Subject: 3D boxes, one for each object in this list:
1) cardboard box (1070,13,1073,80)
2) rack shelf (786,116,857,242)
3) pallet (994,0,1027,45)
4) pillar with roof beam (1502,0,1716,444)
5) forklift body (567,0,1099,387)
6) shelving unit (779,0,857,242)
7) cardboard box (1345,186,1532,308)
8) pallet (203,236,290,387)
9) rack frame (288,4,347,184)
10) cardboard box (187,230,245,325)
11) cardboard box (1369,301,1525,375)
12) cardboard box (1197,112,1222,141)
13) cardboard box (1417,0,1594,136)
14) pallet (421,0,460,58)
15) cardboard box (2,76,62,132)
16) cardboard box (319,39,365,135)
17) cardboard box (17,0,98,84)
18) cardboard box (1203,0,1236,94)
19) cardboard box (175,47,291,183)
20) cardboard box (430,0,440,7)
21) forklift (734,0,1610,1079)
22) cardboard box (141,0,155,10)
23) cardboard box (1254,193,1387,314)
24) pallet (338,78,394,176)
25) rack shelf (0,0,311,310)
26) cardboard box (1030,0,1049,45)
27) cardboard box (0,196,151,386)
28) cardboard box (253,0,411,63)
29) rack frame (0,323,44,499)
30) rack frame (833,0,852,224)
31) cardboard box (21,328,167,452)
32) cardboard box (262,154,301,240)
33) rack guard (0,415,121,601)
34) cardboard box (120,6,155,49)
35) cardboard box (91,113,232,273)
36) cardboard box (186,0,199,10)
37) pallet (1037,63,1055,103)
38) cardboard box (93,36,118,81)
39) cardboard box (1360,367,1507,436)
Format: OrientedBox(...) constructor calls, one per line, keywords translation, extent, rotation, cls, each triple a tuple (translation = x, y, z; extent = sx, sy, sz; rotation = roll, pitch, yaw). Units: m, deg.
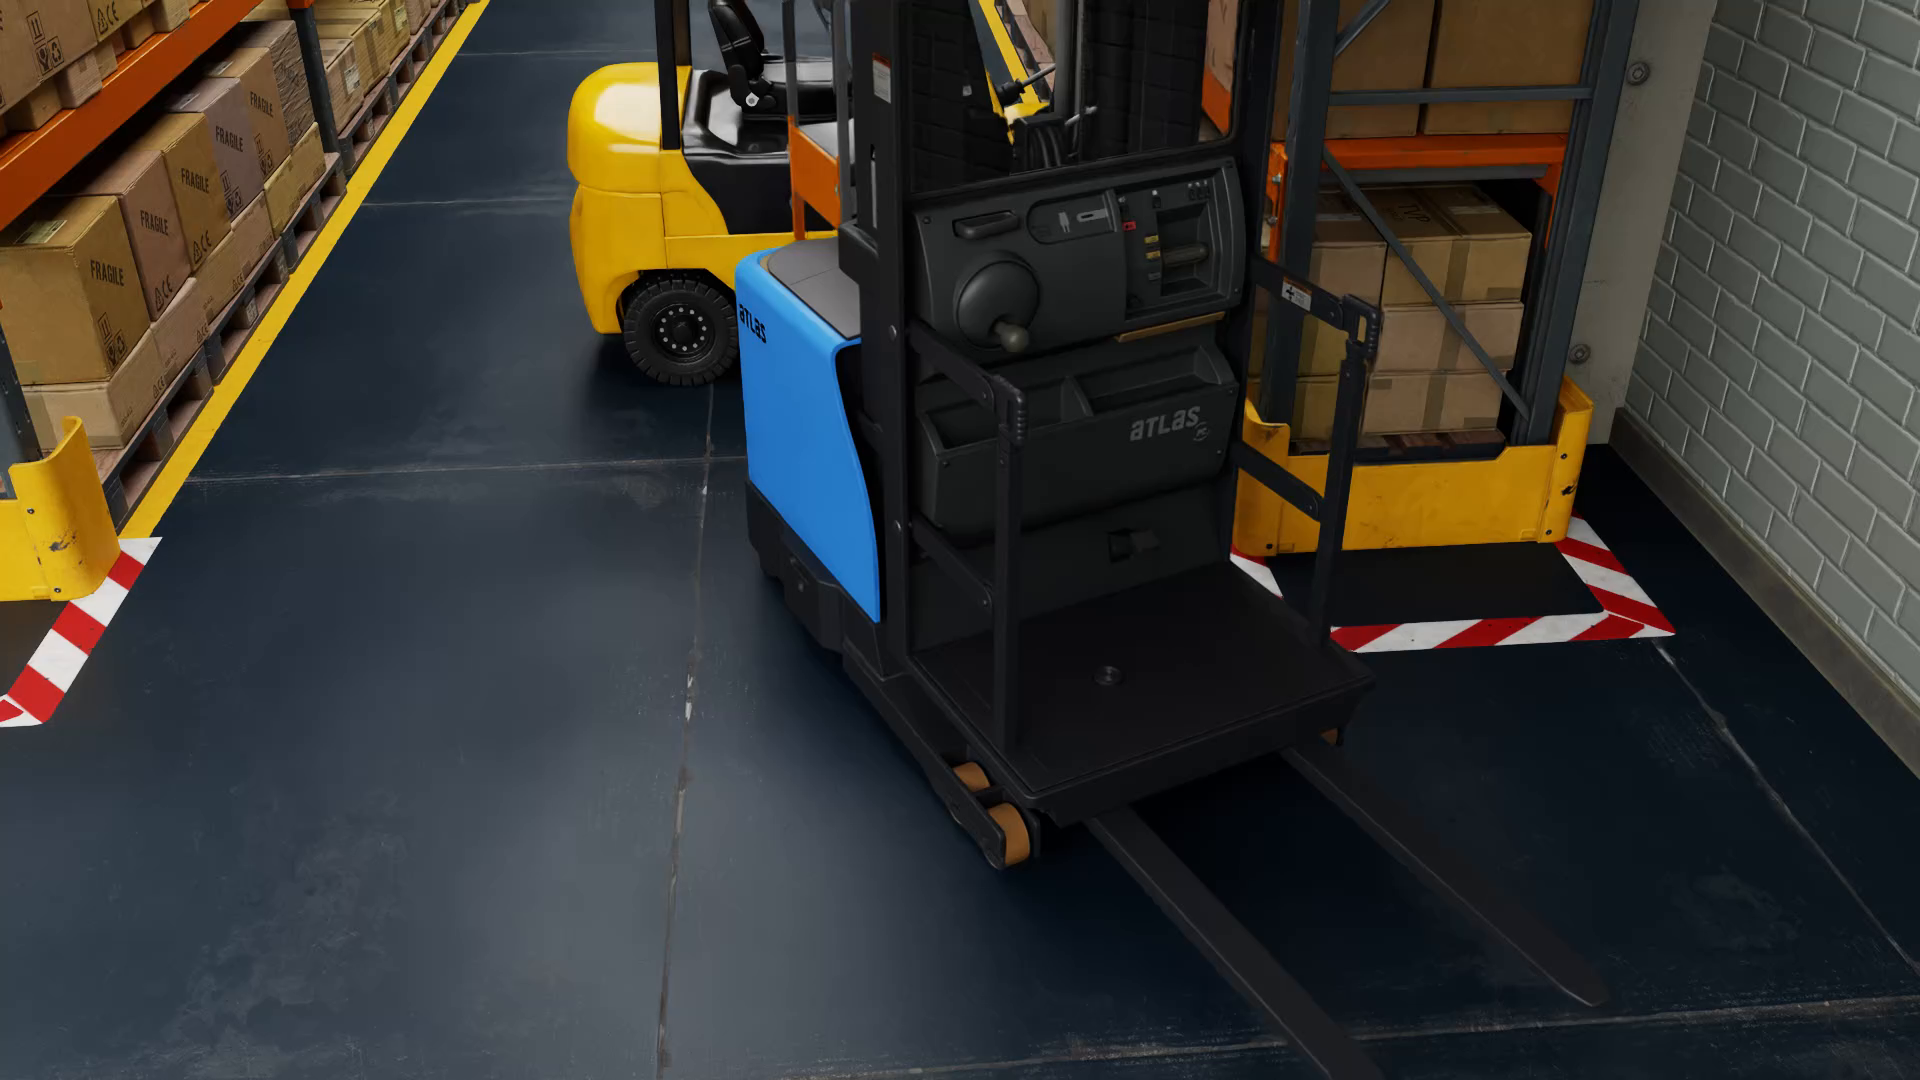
OrientedBox(translation=(1.082, -2.825, 9.460), extent=(0.875, 0.625, 0.625), rotation=(-1, 31, -2), cls="cardboard box")
OrientedBox(translation=(-0.299, -1.144, 5.644), extent=(0.431, 0.518, 0.480), rotation=(-13, 33, -21), cls="rack shelf")
OrientedBox(translation=(0.806, -3.821, 11.941), extent=(1.003, 0.211, 1.213), rotation=(-3, 31, -5), cls="pallet")
OrientedBox(translation=(-1.938, -4.124, 3.879), extent=(9.100, 9.000, 0.400), rotation=(-3, 31, -5), cls="pillar with roof beam")
OrientedBox(translation=(-0.478, -1.872, 6.787), extent=(2.313, 2.155, 1.214), rotation=(-3, 31, -5), cls="forklift body")
OrientedBox(translation=(-0.299, -1.156, 5.637), extent=(0.431, 2.100, 0.503), rotation=(-13, 33, -21), cls="shelving unit")
OrientedBox(translation=(1.659, -1.039, 5.862), extent=(0.500, 0.250, 0.500), rotation=(-3, 31, -5), cls="cardboard box")
OrientedBox(translation=(-3.585, -0.996, 7.211), extent=(1.003, 0.211, 1.213), rotation=(-3, 31, -5), cls="pallet")
OrientedBox(translation=(-3.800, -3.158, 8.113), extent=(1.000, 3.000, 0.127), rotation=(-3, 31, -5), cls="rack frame")
OrientedBox(translation=(-3.330, -1.080, 6.905), extent=(0.500, 0.250, 0.500), rotation=(-1, 31, -1), cls="cardboard box")
OrientedBox(translation=(1.679, -0.820, 5.983), extent=(0.500, 0.250, 0.500), rotation=(-2, 31, -4), cls="cardboard box")
OrientedBox(translation=(1.052, -1.523, 6.671), extent=(0.500, 0.250, 0.500), rotation=(-2, 31, -4), cls="cardboard box")
OrientedBox(translation=(1.746, -1.665, 5.515), extent=(0.500, 0.500, 0.500), rotation=(-2, 31, -3), cls="cardboard box")
OrientedBox(translation=(-4.102, -3.604, 11.579), extent=(1.003, 0.211, 1.213), rotation=(-3, 31, -5), cls="pallet")
OrientedBox(translation=(-3.233, -1.459, 5.513), extent=(0.380, 0.149, 0.250), rotation=(-4, 31, -6), cls="cardboard box")
OrientedBox(translation=(-3.851, -2.478, 9.127), extent=(0.950, 0.372, 0.625), rotation=(-2, 31, -4), cls="cardboard box")
OrientedBox(translation=(-3.246, -1.806, 5.461), extent=(0.500, 0.500, 0.500), rotation=(-2, 31, -3), cls="cardboard box")
OrientedBox(translation=(1.169, -1.903, 5.913), extent=(0.500, 0.500, 0.500), rotation=(-2, 31, -3), cls="cardboard box")
OrientedBox(translation=(-3.428, -1.931, 7.599), extent=(0.500, 0.500, 0.500), rotation=(-2, 31, -4), cls="cardboard box")
OrientedBox(translation=(-4.131, -3.964, 11.614), extent=(0.950, 0.372, 0.625), rotation=(-5, 31, -8), cls="cardboard box")
OrientedBox(translation=(0.422, -0.671, 4.015), extent=(1.130, 2.935, 3.031), rotation=(-15, 34, -24), cls="forklift")
OrientedBox(translation=(-3.350, -2.326, 6.331), extent=(0.500, 0.500, 0.500), rotation=(-3, 31, -6), cls="cardboard box")
OrientedBox(translation=(1.162, -1.005, 5.805), extent=(0.500, 0.250, 0.500), rotation=(-2, 31, -3), cls="cardboard box")
OrientedBox(translation=(-3.874, -2.359, 9.493), extent=(1.003, 0.211, 1.213), rotation=(-3, 31, -5), cls="pallet")
OrientedBox(translation=(-3.613, -1.828, 6.588), extent=(1.077, 0.370, 4.000), rotation=(-3, 31, -5), cls="rack shelf")
OrientedBox(translation=(0.945, -3.605, 10.767), extent=(0.875, 0.625, 0.625), rotation=(-4, 31, -7), cls="cardboard box")
OrientedBox(translation=(-3.229, -0.875, 5.831), extent=(0.500, 0.500, 0.500), rotation=(-4, 31, -6), cls="cardboard box")
OrientedBox(translation=(-3.988, -3.200, 10.335), extent=(0.950, 0.372, 0.625), rotation=(-2, 31, -3), cls="cardboard box")
OrientedBox(translation=(-3.426, -1.116, 4.694), extent=(1.000, 3.000, 0.127), rotation=(-3, 31, -5), cls="rack frame")
OrientedBox(translation=(-0.199, -1.042, 5.446), extent=(0.400, 2.100, 0.015), rotation=(-13, 33, -21), cls="rack frame")
OrientedBox(translation=(-3.226, -0.541, 6.003), extent=(0.500, 0.250, 0.500), rotation=(-3, 31, -5), cls="cardboard box")
OrientedBox(translation=(-3.417, -1.598, 7.772), extent=(0.500, 0.250, 0.500), rotation=(-4, 31, -6), cls="cardboard box")
OrientedBox(translation=(-3.433, -0.082, 5.400), extent=(1.175, 0.500, 0.348), rotation=(-3, 31, -5), cls="rack guard")
OrientedBox(translation=(-3.349, -1.990, 6.401), extent=(0.380, 0.149, 0.250), rotation=(-4, 31, -6), cls="cardboard box")
OrientedBox(translation=(-3.321, -1.398, 6.707), extent=(0.500, 0.500, 0.500), rotation=(-2, 31, -4), cls="cardboard box")
OrientedBox(translation=(-3.374, -2.250, 6.838), extent=(0.380, 0.149, 0.250), rotation=(-3, 31, -5), cls="cardboard box")
OrientedBox(translation=(1.034, -2.575, 9.856), extent=(1.003, 0.211, 1.213), rotation=(-3, 31, -5), cls="pallet")
OrientedBox(translation=(-3.269, -1.722, 5.952), extent=(0.380, 0.149, 0.250), rotation=(-2, 31, -3), cls="cardboard box")
OrientedBox(translation=(1.665, -0.616, 6.128), extent=(0.500, 0.250, 0.500), rotation=(-3, 31, -4), cls="cardboard box")
